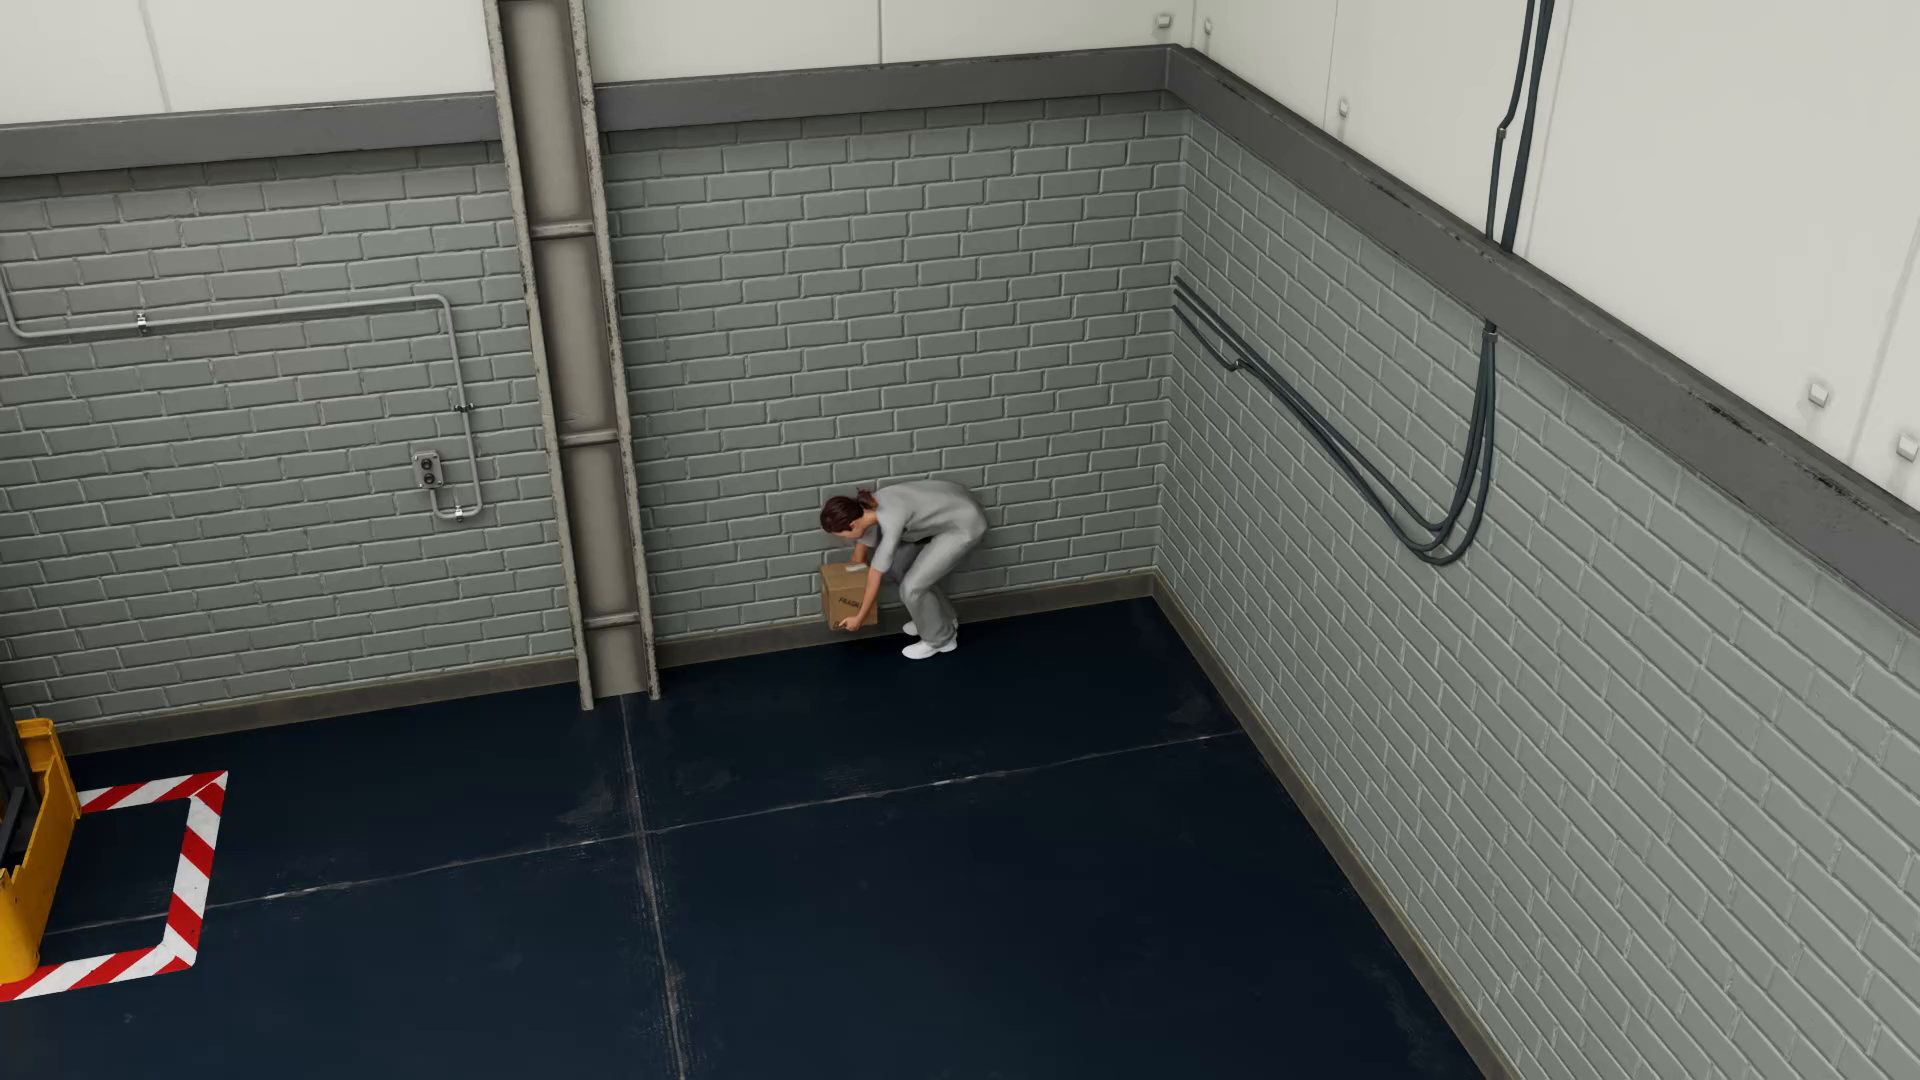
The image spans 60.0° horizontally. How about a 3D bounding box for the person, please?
[{"bbox_3d":[-0.292,0.135,8.666,0.867,1.007,0.457,-9,32,-16],"label":"person"}]
